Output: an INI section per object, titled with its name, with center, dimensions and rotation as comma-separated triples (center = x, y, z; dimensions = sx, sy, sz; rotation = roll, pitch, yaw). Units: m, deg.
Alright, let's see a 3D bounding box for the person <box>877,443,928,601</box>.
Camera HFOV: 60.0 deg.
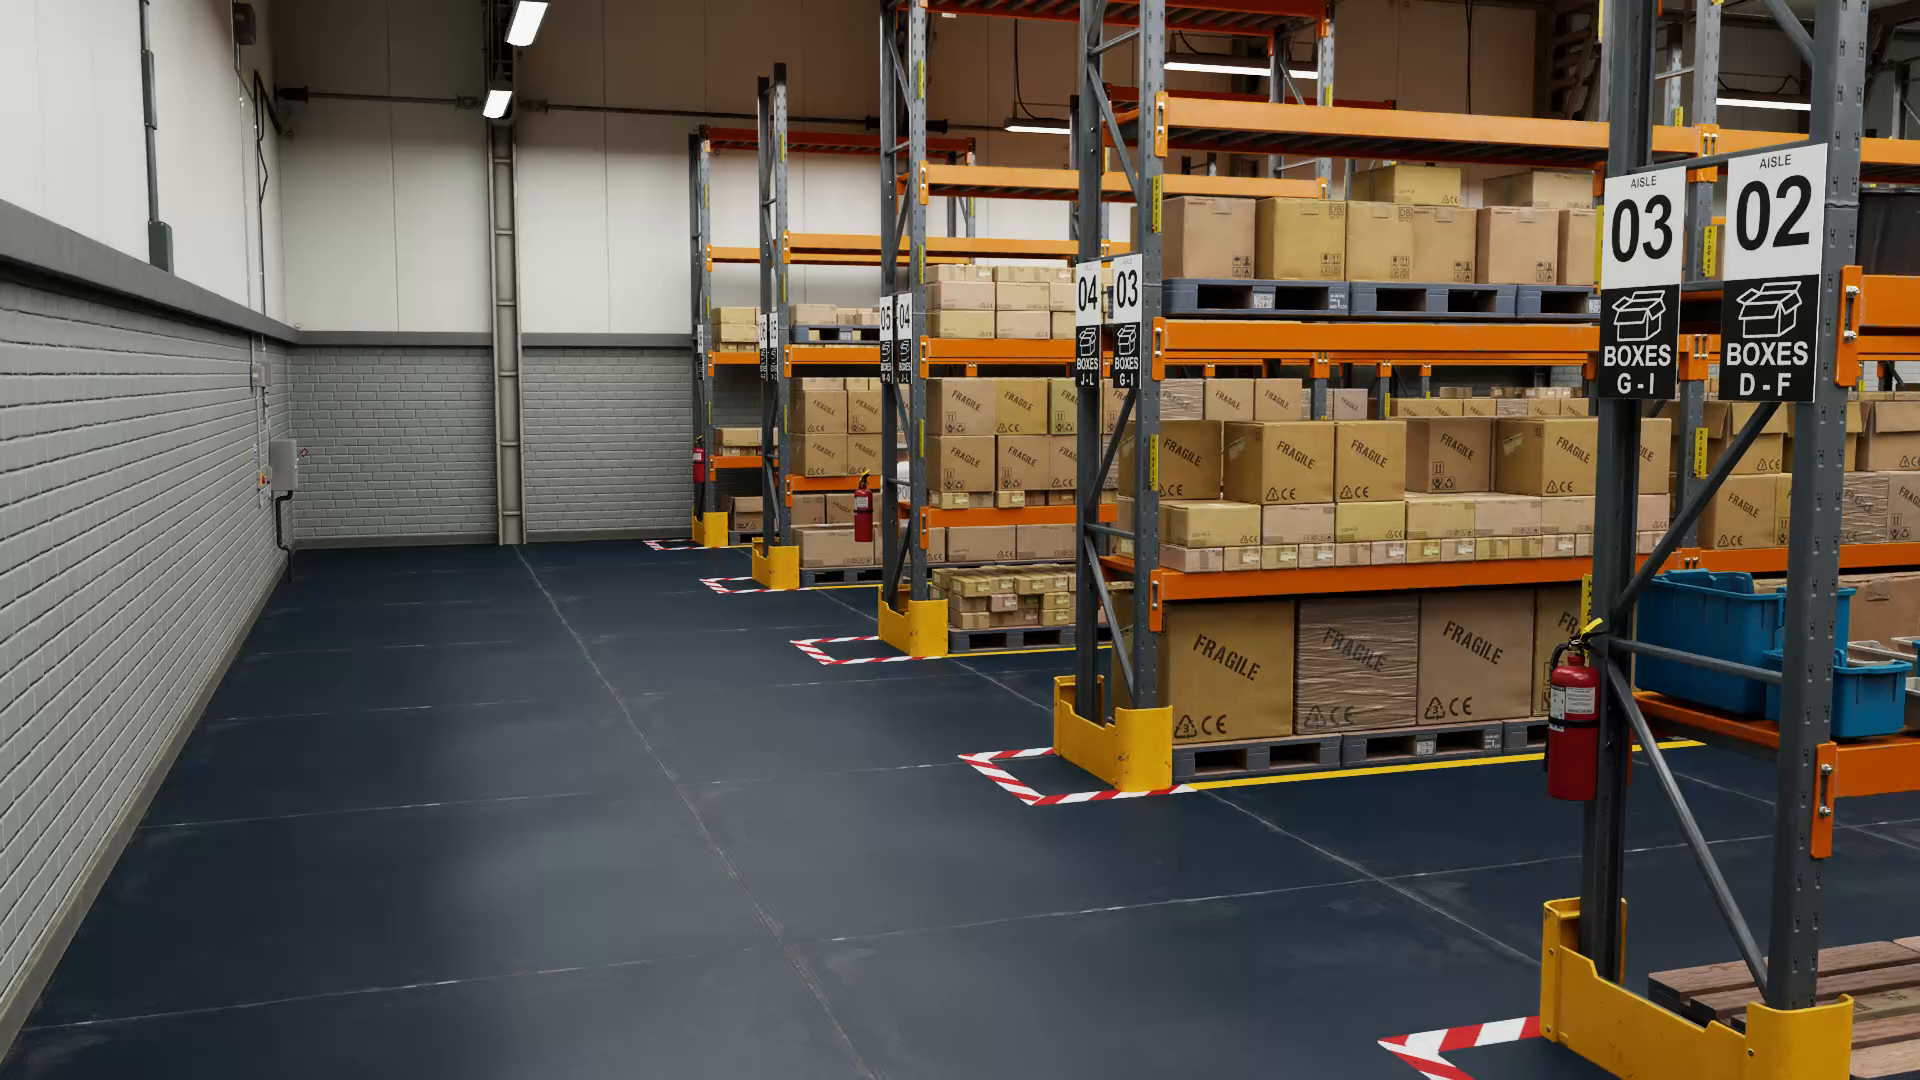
[person]
center = -0.608, -0.178, 18.064
dimensions = 0.606, 1.749, 0.476
rotation = -2, 6, -22
